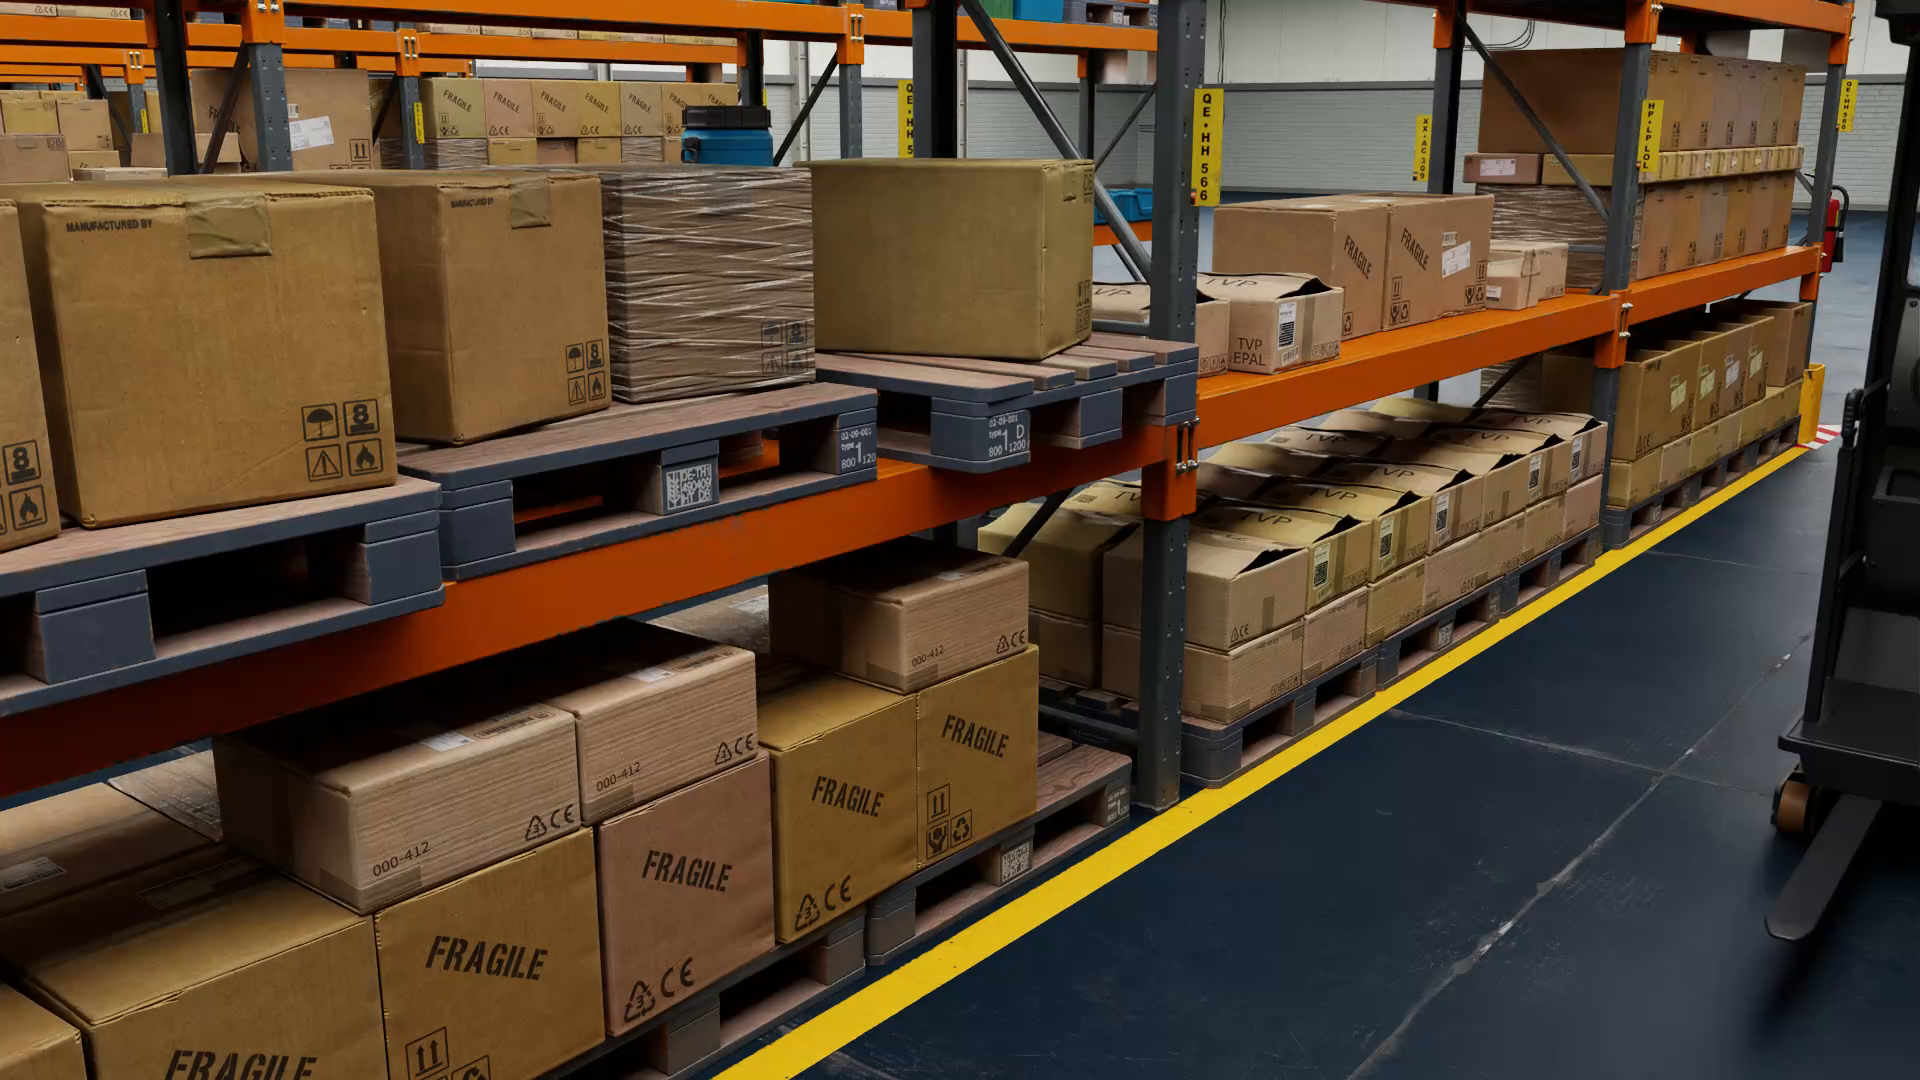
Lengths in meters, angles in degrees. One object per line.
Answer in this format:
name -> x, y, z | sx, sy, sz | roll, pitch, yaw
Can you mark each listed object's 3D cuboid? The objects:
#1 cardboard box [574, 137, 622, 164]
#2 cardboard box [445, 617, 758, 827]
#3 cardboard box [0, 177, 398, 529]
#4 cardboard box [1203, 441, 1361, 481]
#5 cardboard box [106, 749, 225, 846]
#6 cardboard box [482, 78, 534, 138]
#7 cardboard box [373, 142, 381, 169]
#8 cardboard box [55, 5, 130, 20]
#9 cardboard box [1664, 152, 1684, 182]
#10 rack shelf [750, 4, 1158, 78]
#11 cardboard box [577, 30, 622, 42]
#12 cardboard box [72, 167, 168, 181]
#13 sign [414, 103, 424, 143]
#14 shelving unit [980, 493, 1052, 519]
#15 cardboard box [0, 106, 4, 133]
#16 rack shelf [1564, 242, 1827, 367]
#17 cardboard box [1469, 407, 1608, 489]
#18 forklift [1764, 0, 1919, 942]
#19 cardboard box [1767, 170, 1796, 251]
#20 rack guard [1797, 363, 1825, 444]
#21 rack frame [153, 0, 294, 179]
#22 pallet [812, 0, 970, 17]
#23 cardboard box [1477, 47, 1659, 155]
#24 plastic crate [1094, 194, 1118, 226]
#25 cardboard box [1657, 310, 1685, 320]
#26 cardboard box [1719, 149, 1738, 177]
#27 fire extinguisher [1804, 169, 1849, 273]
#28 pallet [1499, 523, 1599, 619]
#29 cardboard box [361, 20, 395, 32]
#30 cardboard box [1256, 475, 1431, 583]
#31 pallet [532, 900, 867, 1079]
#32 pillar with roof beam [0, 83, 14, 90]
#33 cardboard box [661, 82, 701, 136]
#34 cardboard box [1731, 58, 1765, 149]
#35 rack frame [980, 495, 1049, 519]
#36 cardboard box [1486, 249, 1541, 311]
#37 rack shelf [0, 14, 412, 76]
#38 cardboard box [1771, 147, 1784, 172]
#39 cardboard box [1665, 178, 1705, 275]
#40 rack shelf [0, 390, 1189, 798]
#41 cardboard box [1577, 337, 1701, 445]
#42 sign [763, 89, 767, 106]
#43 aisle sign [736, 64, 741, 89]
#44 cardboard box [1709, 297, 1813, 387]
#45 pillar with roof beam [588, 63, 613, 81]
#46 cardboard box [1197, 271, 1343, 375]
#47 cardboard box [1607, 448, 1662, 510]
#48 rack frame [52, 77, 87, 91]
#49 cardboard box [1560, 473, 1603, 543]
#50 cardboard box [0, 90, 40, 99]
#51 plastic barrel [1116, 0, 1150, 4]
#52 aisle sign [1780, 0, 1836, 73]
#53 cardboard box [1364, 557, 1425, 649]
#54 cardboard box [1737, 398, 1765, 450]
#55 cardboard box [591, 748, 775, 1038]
cardboard box -> -3.660, -3.538, 15.651 | 0.875, 0.500, 0.500 | 11, 18, 38
cardboard box -> -0.803, 0.380, 3.695 | 0.500, 0.250, 0.500 | 11, 18, 36
cardboard box -> -1.386, -0.362, 2.899 | 0.500, 0.500, 0.700 | -12, 19, -40
cardboard box -> 1.369, -0.252, 7.114 | 0.500, 0.311, 0.500 | 12, 18, 39
cardboard box -> -1.520, 0.758, 3.731 | 0.500, 0.500, 0.500 | 12, 18, 38
cardboard box -> -4.121, -3.798, 14.643 | 0.500, 0.500, 0.500 | 11, 18, 38
cardboard box -> -7.172, -4.329, 19.267 | 0.875, 0.550, 0.550 | 11, 18, 38
cardboard box -> -6.297, -3.842, 11.866 | 0.500, 0.250, 0.500 | 12, 18, 39
cardboard box -> 3.590, -1.977, 8.792 | 0.380, 0.149, 0.250 | 11, 18, 37
rack shelf -> 0.194, -3.700, 12.463 | 1.077, 0.370, 4.000 | 11, 18, 38
cardboard box -> -3.459, -4.703, 15.258 | 0.500, 0.250, 0.500 | 11, 18, 37
cardboard box -> -6.197, -2.628, 12.328 | 0.500, 0.250, 0.500 | 11, 18, 36
sign -> -4.481, -3.454, 13.775 | 0.100, 0.325, 0.005 | 11, 18, 38
shelving unit -> -0.004, -0.544, 8.479 | 0.538, 1.125, 1.048 | 11, 18, 38
cardboard box -> -9.656, -4.006, 16.068 | 0.700, 0.500, 0.500 | 11, 18, 38
rack shelf -> 4.045, -1.479, 9.812 | 1.077, 0.370, 4.000 | 11, 18, 38
cardboard box -> 2.756, -0.465, 7.954 | 0.500, 0.311, 0.500 | 11, 18, 38
forklift -> 3.123, -0.506, 4.663 | 1.130, 2.935, 3.031 | 11, 18, 36
cardboard box -> 4.998, -2.171, 10.875 | 0.700, 0.500, 0.500 | 11, 18, 38
rack guard -> 5.317, -1.003, 11.557 | 1.175, 0.500, 0.348 | 11, 18, 38
rack frame -> -3.577, -1.445, 8.221 | 1.000, 3.000, 0.127 | 11, 18, 38
pallet -> -0.685, -3.727, 11.493 | 1.213, 0.211, 1.003 | 11, 18, 38
cardboard box -> 3.062, -2.207, 8.382 | 0.700, 0.500, 0.500 | 11, 18, 38
plastic crate -> 0.957, -2.640, 13.224 | 0.499, 0.251, 0.408 | 11, 18, 38
cardboard box -> 4.175, -1.183, 10.394 | 0.500, 0.500, 0.500 | 11, 18, 38
cardboard box -> 4.237, -2.173, 9.564 | 0.380, 0.149, 0.250 | 11, 18, 37
fire extinguisher -> 5.737, -2.124, 11.047 | 0.296, 0.674, 0.183 | 11, 18, 38
pallet -> 2.355, 0.054, 7.980 | 1.003, 0.211, 1.213 | 11, 18, 38
cardboard box -> -4.832, -4.487, 14.405 | 0.500, 0.250, 0.500 | 12, 19, 40
cardboard box -> 1.477, -0.075, 6.418 | 0.500, 0.311, 0.500 | 11, 18, 36
pallet -> -0.992, 1.043, 4.088 | 1.003, 0.211, 1.213 | 11, 18, 38
pillar with roof beam -> -11.762, -8.293, 22.989 | 9.100, 9.000, 0.400 | 11, 18, 38
cardboard box -> -2.864, -4.181, 16.151 | 0.500, 0.500, 0.500 | 11, 18, 38
cardboard box -> 4.323, -2.592, 9.895 | 0.700, 0.500, 0.500 | 11, 18, 38
rack frame -> 0.315, -0.641, 8.863 | 0.500, 1.125, 0.032 | 11, 18, 38
cardboard box -> 2.378, -1.182, 7.458 | 0.396, 0.266, 0.258 | 11, 18, 36
rack shelf -> -6.172, -3.700, 12.465 | 1.077, 0.370, 4.000 | 11, 18, 38
cardboard box -> 4.886, -2.371, 10.344 | 0.380, 0.149, 0.250 | 11, 18, 37
cardboard box -> 3.707, -1.776, 9.319 | 0.700, 0.500, 0.500 | 12, 18, 38
rack shelf -> -0.983, 0.053, 3.781 | 1.077, 0.370, 4.000 | 11, 18, 38
cardboard box -> 3.631, -0.816, 8.951 | 0.500, 0.500, 0.500 | 11, 18, 38
sign -> -1.982, -4.369, 16.734 | 0.100, 0.325, 0.005 | 11, 18, 38
aisle sign -> -2.129, -4.969, 16.813 | 0.394, 0.787, 0.004 | 11, 18, 38
cardboard box -> 5.196, -1.296, 10.840 | 0.500, 0.500, 0.500 | 11, 18, 38
pillar with roof beam -> -4.220, -10.591, 32.036 | 9.100, 9.000, 0.400 | 11, 18, 38
cardboard box -> 0.987, -0.776, 5.768 | 0.500, 0.311, 0.500 | 11, 18, 37
cardboard box -> 3.315, -0.357, 8.668 | 0.500, 0.250, 0.500 | 11, 18, 38
rack frame -> -13.972, -6.045, 26.326 | 1.000, 3.000, 0.127 | 11, 18, 38
cardboard box -> 2.753, -0.191, 8.014 | 0.500, 0.250, 0.500 | 11, 18, 37
cardboard box -> -11.840, -5.334, 20.689 | 0.700, 0.500, 0.500 | 11, 18, 38
plastic barrel -> 1.245, -4.730, 13.334 | 0.600, 0.830, 0.708 | 11, 18, 38
aisle sign -> 5.572, -3.437, 10.782 | 0.394, 0.787, 0.004 | 11, 18, 38
cardboard box -> 1.469, 0.199, 6.478 | 0.500, 0.250, 0.500 | 11, 18, 36
cardboard box -> 4.577, -0.739, 10.172 | 0.500, 0.250, 0.500 | 11, 18, 38
cardboard box -> -0.782, 0.736, 3.817 | 0.500, 0.500, 0.500 | 10, 18, 35
